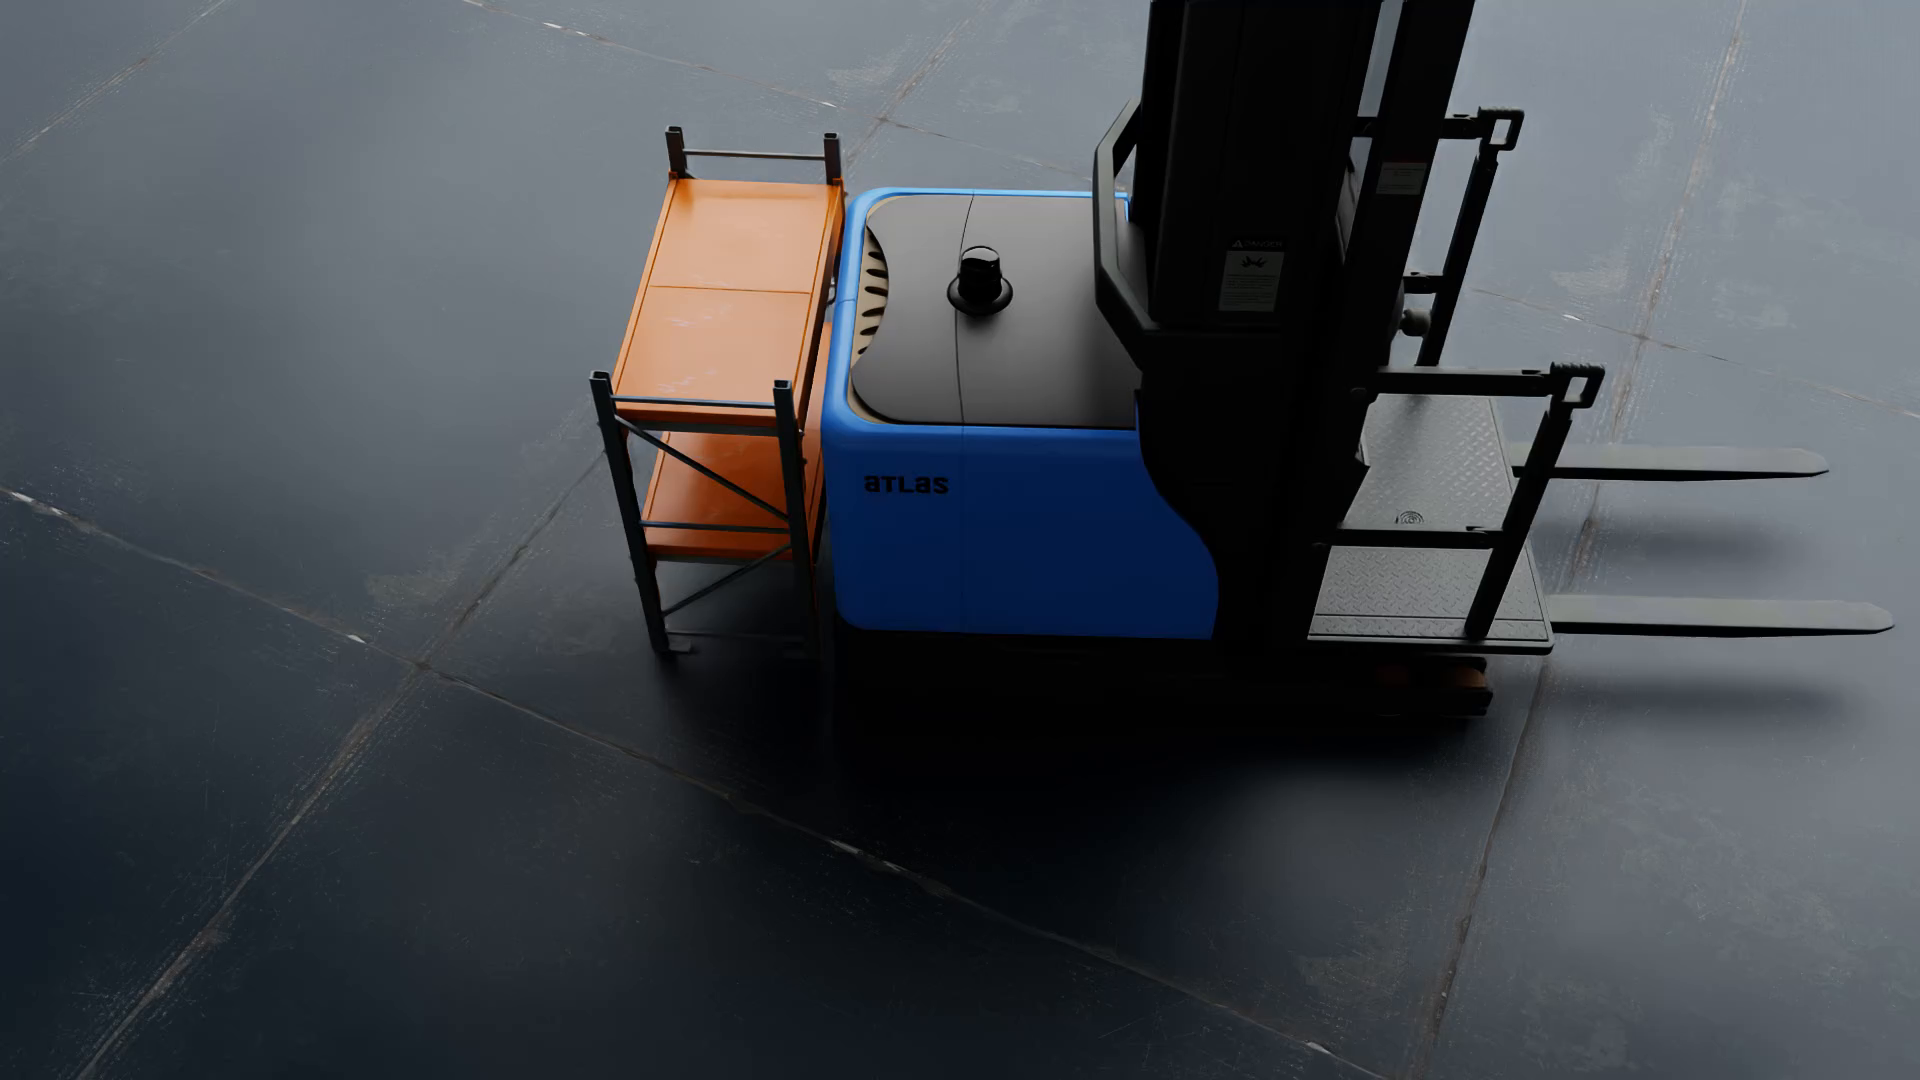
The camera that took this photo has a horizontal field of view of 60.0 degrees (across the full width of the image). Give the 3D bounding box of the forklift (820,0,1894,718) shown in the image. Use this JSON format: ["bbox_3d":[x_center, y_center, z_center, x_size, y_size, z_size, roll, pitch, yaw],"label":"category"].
[{"bbox_3d":[1.167,-0.850,4.048,3.031,2.935,1.130,1,50,1],"label":"forklift"}]

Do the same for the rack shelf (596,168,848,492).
[{"bbox_3d":[-0.632,-0.608,4.644,0.538,0.278,1.000,3,50,3],"label":"rack shelf"}]

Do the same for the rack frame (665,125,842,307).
[{"bbox_3d":[-0.596,-0.805,5.196,0.500,1.125,0.032,3,50,3],"label":"rack frame"}]

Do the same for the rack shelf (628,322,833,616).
[{"bbox_3d":[-0.631,-0.260,5.054,0.538,0.278,1.000,3,50,3],"label":"rack shelf"}]

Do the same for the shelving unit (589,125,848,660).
[{"bbox_3d":[-0.631,-0.418,4.867,0.538,1.125,1.048,3,50,3],"label":"shelving unit"}]

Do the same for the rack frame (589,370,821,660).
[{"bbox_3d":[-0.667,-0.032,4.539,0.500,1.125,0.032,3,50,3],"label":"rack frame"}]
